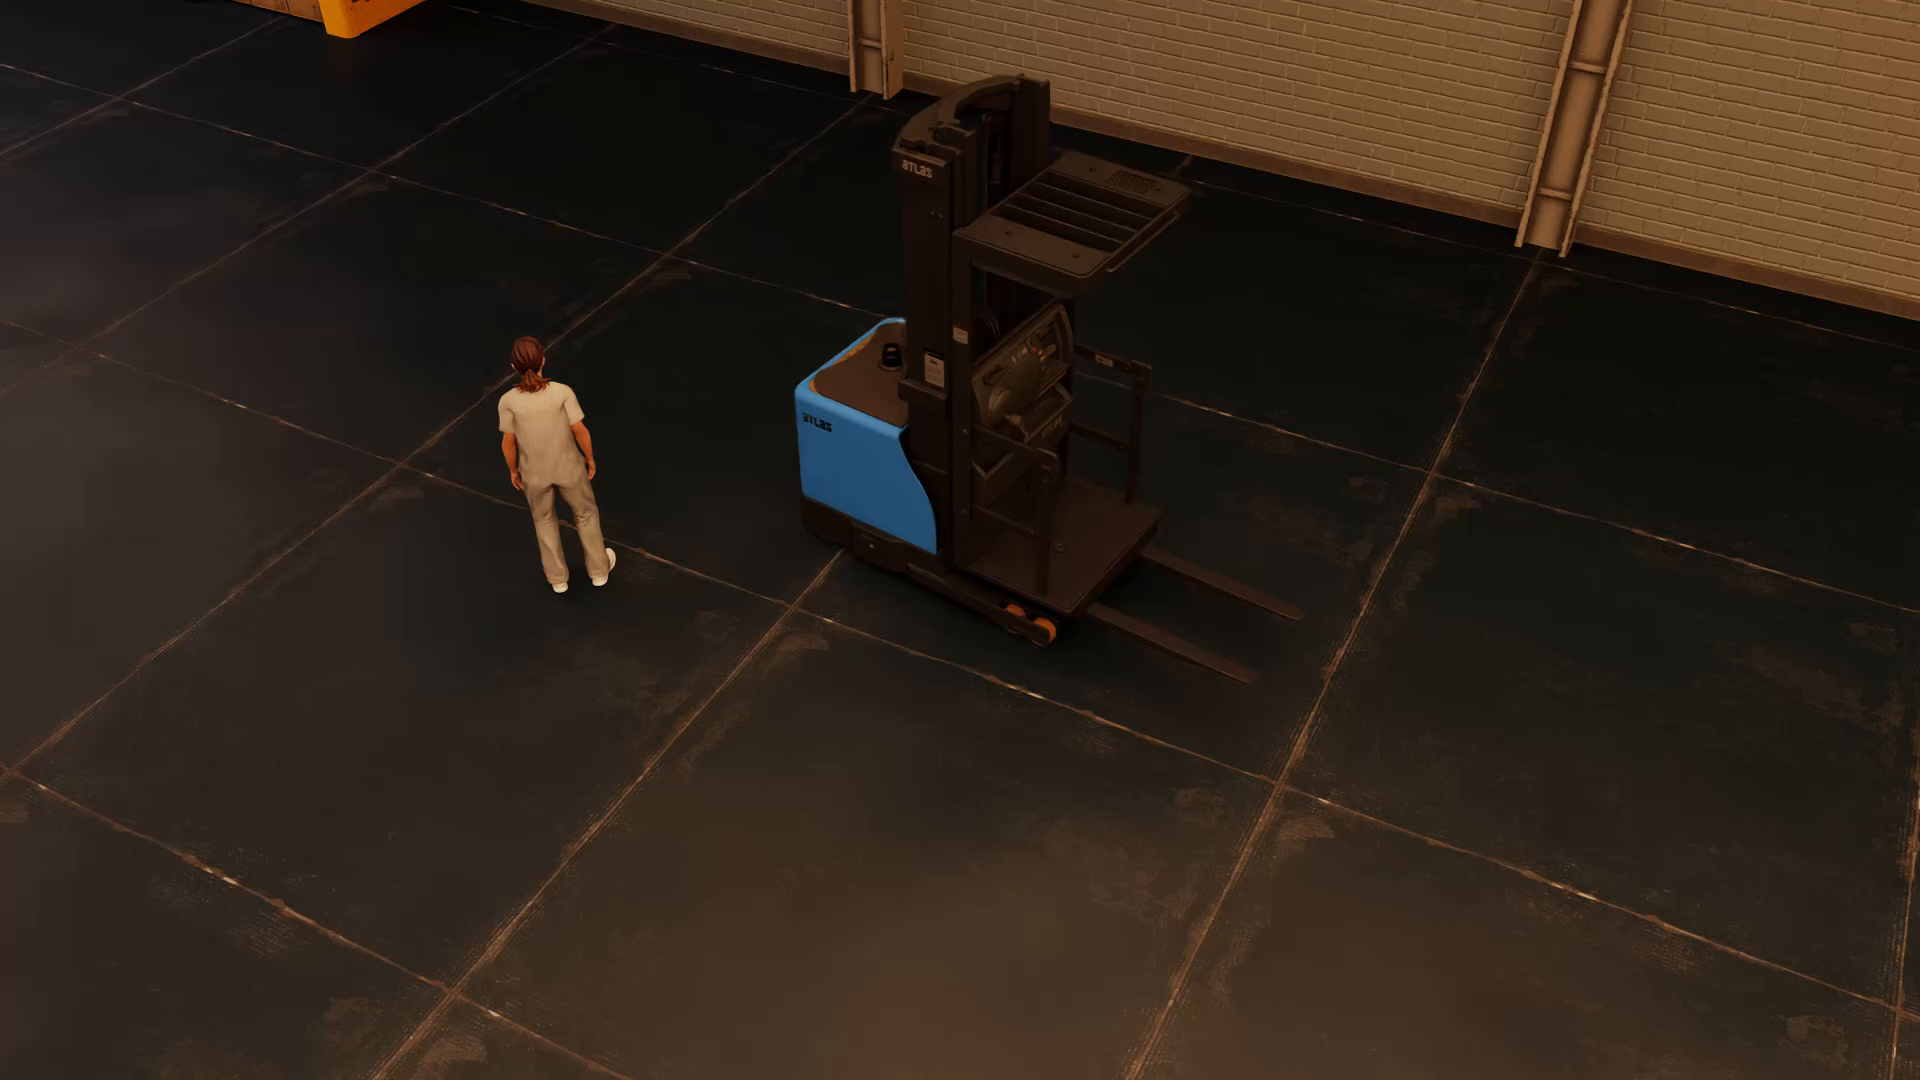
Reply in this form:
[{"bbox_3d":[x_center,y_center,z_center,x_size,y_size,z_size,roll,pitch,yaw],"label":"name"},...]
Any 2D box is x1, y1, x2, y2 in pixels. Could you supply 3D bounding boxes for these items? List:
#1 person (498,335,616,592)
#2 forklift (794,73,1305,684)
[{"bbox_3d":[-2.312,-0.409,9.455,0.500,1.665,0.361,-8,41,-9],"label":"person"},{"bbox_3d":[0.520,-0.904,9.060,3.031,2.935,1.130,24,46,26],"label":"forklift"}]
